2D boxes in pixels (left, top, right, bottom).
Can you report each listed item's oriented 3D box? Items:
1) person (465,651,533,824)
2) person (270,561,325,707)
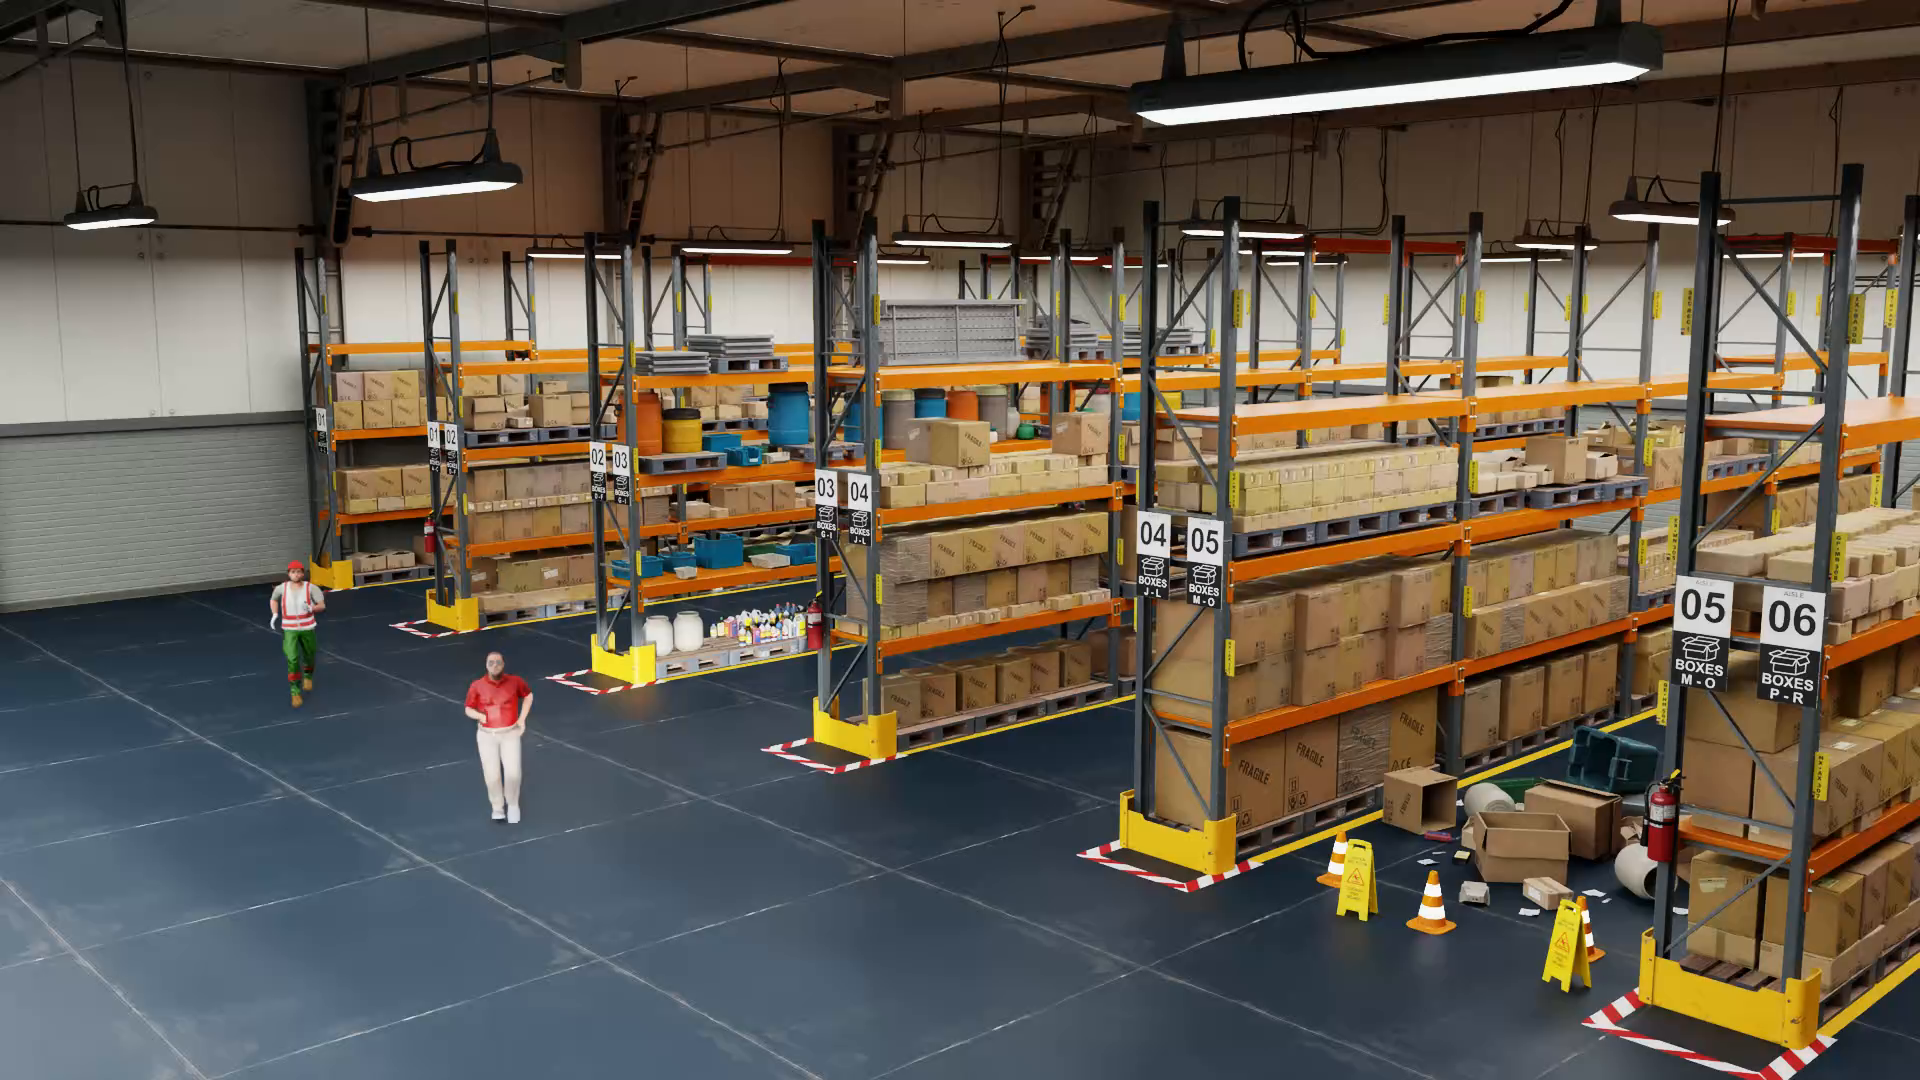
[{"bbox_3d":[-4.497,1.964,16.261,0.644,1.730,0.656,-2,9,-14],"label":"person"},{"bbox_3d":[-8.436,1.147,21.222,0.658,1.785,0.983,-3,9,-22],"label":"person"}]
